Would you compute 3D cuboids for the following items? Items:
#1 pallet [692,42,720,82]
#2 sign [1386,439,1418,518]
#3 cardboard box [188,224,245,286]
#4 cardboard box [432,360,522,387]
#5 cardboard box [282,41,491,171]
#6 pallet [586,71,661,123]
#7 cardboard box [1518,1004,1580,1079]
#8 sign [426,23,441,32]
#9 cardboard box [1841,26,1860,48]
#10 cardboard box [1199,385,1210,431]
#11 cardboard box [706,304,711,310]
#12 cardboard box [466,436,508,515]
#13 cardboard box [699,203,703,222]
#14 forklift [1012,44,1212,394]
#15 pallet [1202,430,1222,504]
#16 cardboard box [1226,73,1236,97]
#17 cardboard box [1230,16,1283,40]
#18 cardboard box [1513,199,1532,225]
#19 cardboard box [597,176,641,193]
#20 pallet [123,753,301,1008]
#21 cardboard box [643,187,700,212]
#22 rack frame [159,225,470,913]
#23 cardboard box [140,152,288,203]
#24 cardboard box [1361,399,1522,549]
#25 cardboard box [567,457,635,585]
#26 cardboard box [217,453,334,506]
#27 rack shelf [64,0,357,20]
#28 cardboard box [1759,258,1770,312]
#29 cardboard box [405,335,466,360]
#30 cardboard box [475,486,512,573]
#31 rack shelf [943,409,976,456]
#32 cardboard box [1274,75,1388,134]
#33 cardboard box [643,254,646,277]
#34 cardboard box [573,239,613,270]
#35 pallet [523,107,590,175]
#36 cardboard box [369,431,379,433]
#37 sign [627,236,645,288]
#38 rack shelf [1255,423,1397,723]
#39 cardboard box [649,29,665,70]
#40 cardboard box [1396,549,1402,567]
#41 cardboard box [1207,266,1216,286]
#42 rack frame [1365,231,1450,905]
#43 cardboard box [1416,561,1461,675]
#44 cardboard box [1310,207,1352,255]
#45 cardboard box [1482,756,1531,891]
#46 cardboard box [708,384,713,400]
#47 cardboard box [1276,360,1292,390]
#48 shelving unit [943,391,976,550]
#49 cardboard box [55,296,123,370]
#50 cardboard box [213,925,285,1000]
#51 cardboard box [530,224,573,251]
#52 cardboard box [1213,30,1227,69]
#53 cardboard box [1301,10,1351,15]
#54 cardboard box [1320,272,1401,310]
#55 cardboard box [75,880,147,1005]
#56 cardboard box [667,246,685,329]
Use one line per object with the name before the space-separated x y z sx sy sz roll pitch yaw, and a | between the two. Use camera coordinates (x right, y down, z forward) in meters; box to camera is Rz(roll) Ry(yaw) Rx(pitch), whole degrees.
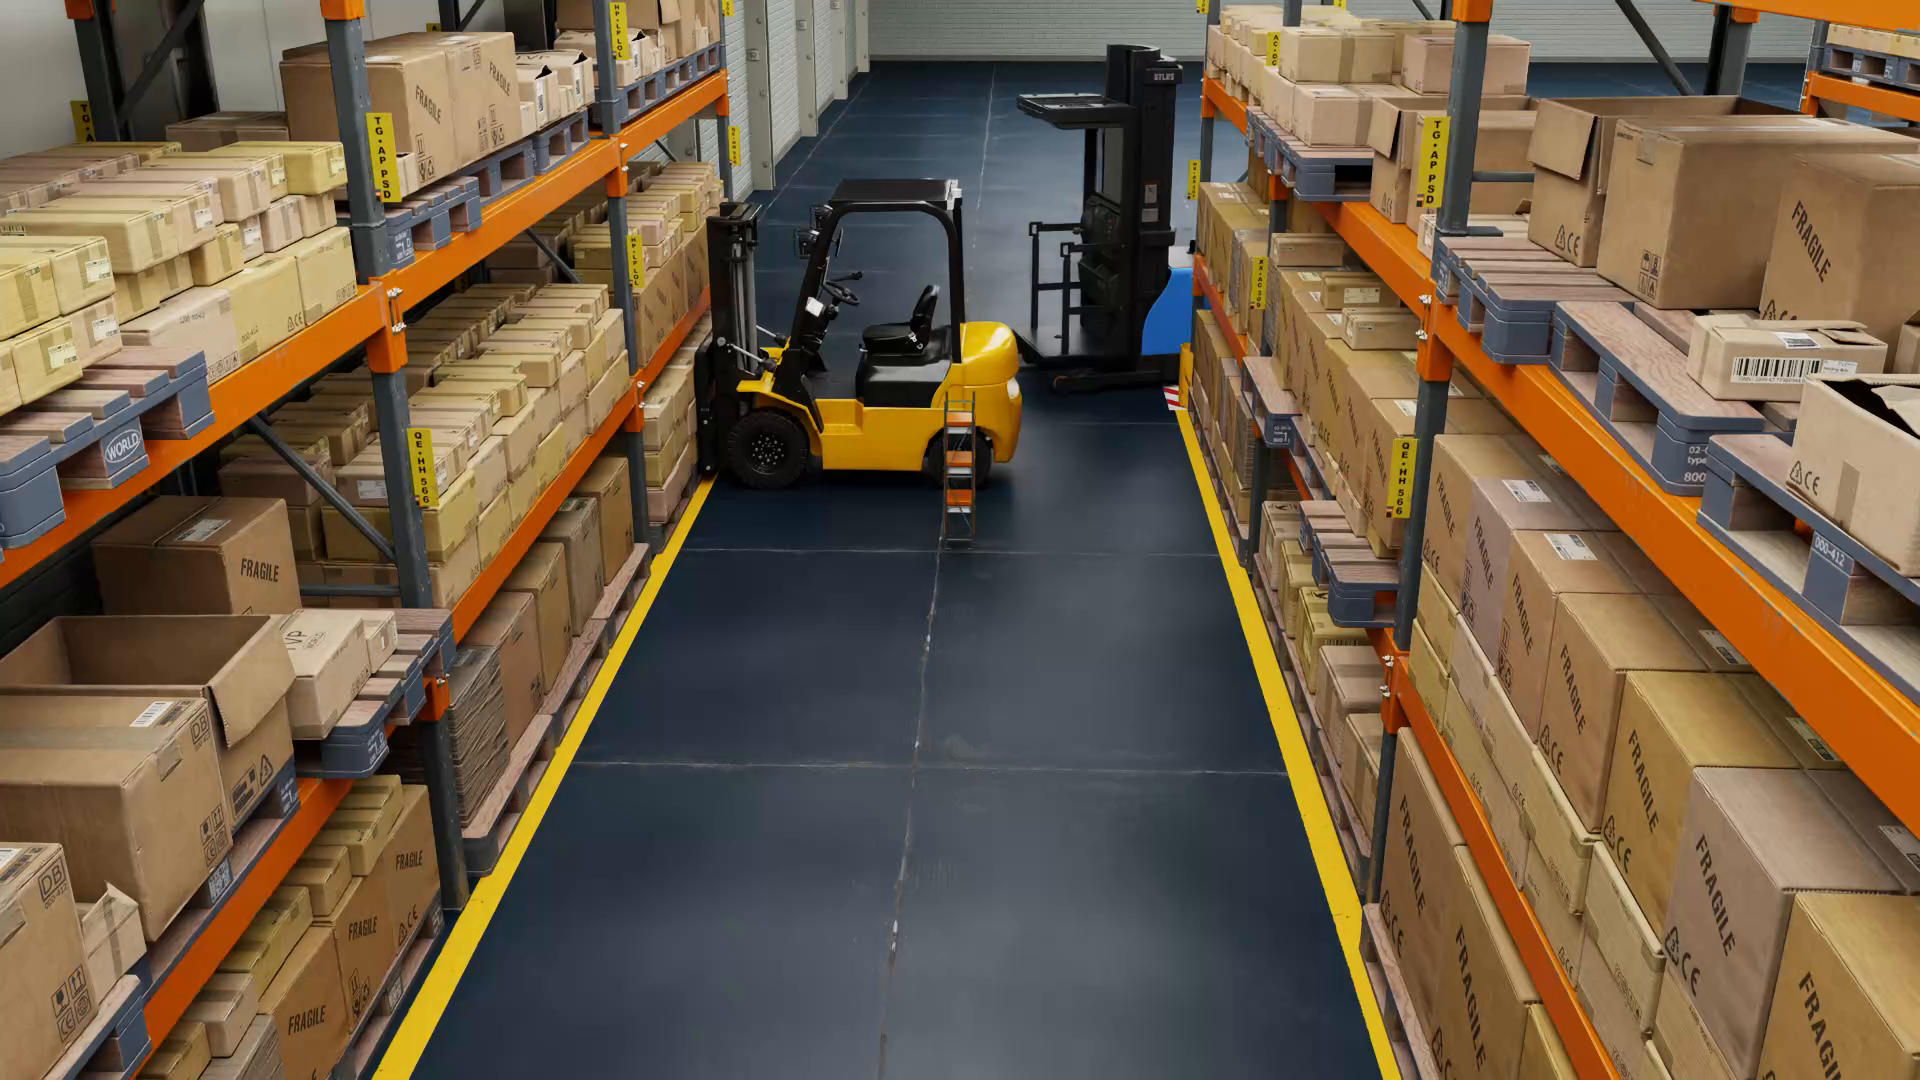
pallet | -2.491 -3.782 13.104 1.003 0.211 1.213 1 21 2
sign | 1.732 -0.240 6.509 0.100 0.325 0.005 1 21 2
cardboard box | -2.482 -0.892 5.192 0.380 0.149 0.250 1 21 2
cardboard box | -2.443 -0.810 8.436 0.380 0.149 0.250 1 21 2
cardboard box | -2.506 -1.918 7.321 0.700 0.500 0.500 0 21 1
pallet | -2.565 -2.900 10.831 1.003 0.211 1.213 1 21 2
cardboard box | 2.111 1.955 4.700 0.875 0.875 0.875 1 21 3
sign | -3.120 -2.916 9.926 0.100 0.325 0.005 1 21 2
cardboard box | 7.131 -3.920 12.967 0.380 0.149 0.250 1 21 2
cardboard box | 2.194 -1.068 13.354 0.500 0.250 0.500 1 21 4
cardboard box | -2.146 -1.890 14.092 0.500 0.250 0.500 1 21 3
cardboard box | -2.413 -0.289 7.644 0.500 0.250 0.500 1 21 3
cardboard box | -2.201 -2.528 12.863 0.380 0.149 0.250 0 21 0
forklift | 1.073 -2.880 14.899 3.031 2.935 1.130 -5 22 -13
pallet | 2.416 -0.566 12.696 1.003 0.211 1.213 1 21 2
cardboard box | 2.148 -3.324 12.151 0.380 0.149 0.250 1 21 2
cardboard box | 2.159 -3.698 12.012 0.380 0.149 0.250 1 21 3
cardboard box | 2.462 -1.274 6.705 0.396 0.266 0.258 1 21 2
cardboard box | -2.725 -2.769 13.074 0.380 0.149 0.250 1 21 2
pallet | -2.742 1.005 5.057 1.003 0.211 1.213 1 21 2
cardboard box | -2.183 -2.573 12.568 0.380 0.149 0.250 1 21 3
rack frame | -2.687 0.213 6.834 1.000 3.000 0.127 1 21 2
cardboard box | -2.516 -1.219 5.622 0.380 0.149 0.250 0 21 0
cardboard box | 2.010 -0.283 6.981 0.500 0.500 0.500 0 21 0
cardboard box | -2.570 -0.134 10.429 0.875 0.625 0.625 2 21 4
cardboard box | -2.879 -0.256 7.008 0.380 0.149 0.250 1 21 3
rack shelf | -2.748 -1.339 4.088 1.077 0.370 4.000 1 21 2
cardboard box | 2.582 -0.764 4.810 0.396 0.266 0.258 0 21 0
cardboard box | -2.882 -0.998 8.918 0.380 0.149 0.250 0 21 1
cardboard box | -2.409 -0.057 7.737 0.500 0.250 0.500 0 21 0
rack shelf | -0.002 -0.725 11.190 0.215 0.259 0.240 1 21 2
cardboard box | 1.963 -2.314 8.827 0.500 0.250 0.500 0 21 1
cardboard box | -2.286 -1.789 10.957 0.380 0.149 0.250 1 21 3
cardboard box | -2.259 -1.833 10.661 0.380 0.149 0.250 1 21 3
pallet | -2.579 -2.224 9.232 0.805 0.209 1.217 0 21 -1
cardboard box | -2.919 -0.482 8.141 0.500 0.250 0.500 0 21 1
sign | -2.023 -1.734 10.360 0.100 0.325 0.005 1 21 2
rack shelf | 2.335 -0.122 8.691 1.077 0.370 4.000 1 21 2
cardboard box | -2.217 -3.345 11.324 0.396 0.266 0.258 0 21 0
cardboard box | 2.049 0.066 6.979 0.380 0.149 0.250 1 21 4
cardboard box | 2.164 -2.111 13.171 0.380 0.149 0.250 1 21 2
rack frame | 2.274 0.266 6.697 1.000 3.000 0.127 1 21 2
cardboard box | 2.012 0.283 6.169 0.500 0.250 0.500 0 21 1
cardboard box | 2.626 -1.989 10.576 0.700 0.500 0.500 0 21 1
cardboard box | 1.988 0.885 5.308 0.500 0.250 0.500 1 21 3
cardboard box | -2.186 -1.099 12.743 0.500 0.250 0.500 1 21 1
cardboard box | 2.047 -0.973 9.655 0.380 0.149 0.250 1 21 3
shelving unit | -0.002 -0.470 11.289 0.215 1.050 0.252 1 21 2
cardboard box | -2.381 -0.525 4.216 0.380 0.149 0.250 1 21 3
cardboard box | -2.539 1.440 5.649 0.380 0.149 0.250 0 21 1
cardboard box | -2.814 -2.026 11.158 0.380 0.149 0.250 0 21 1
cardboard box | 2.211 -3.733 12.653 0.500 0.250 0.500 0 21 1
cardboard box | 2.767 -3.969 12.709 0.380 0.149 0.250 0 21 1
cardboard box | 2.098 -1.304 8.716 0.380 0.149 0.250 2 21 5
cardboard box | -2.383 1.028 4.339 0.396 0.266 0.258 2 21 4
cardboard box | -2.277 -1.809 11.908 0.500 0.500 0.500 0 21 1
